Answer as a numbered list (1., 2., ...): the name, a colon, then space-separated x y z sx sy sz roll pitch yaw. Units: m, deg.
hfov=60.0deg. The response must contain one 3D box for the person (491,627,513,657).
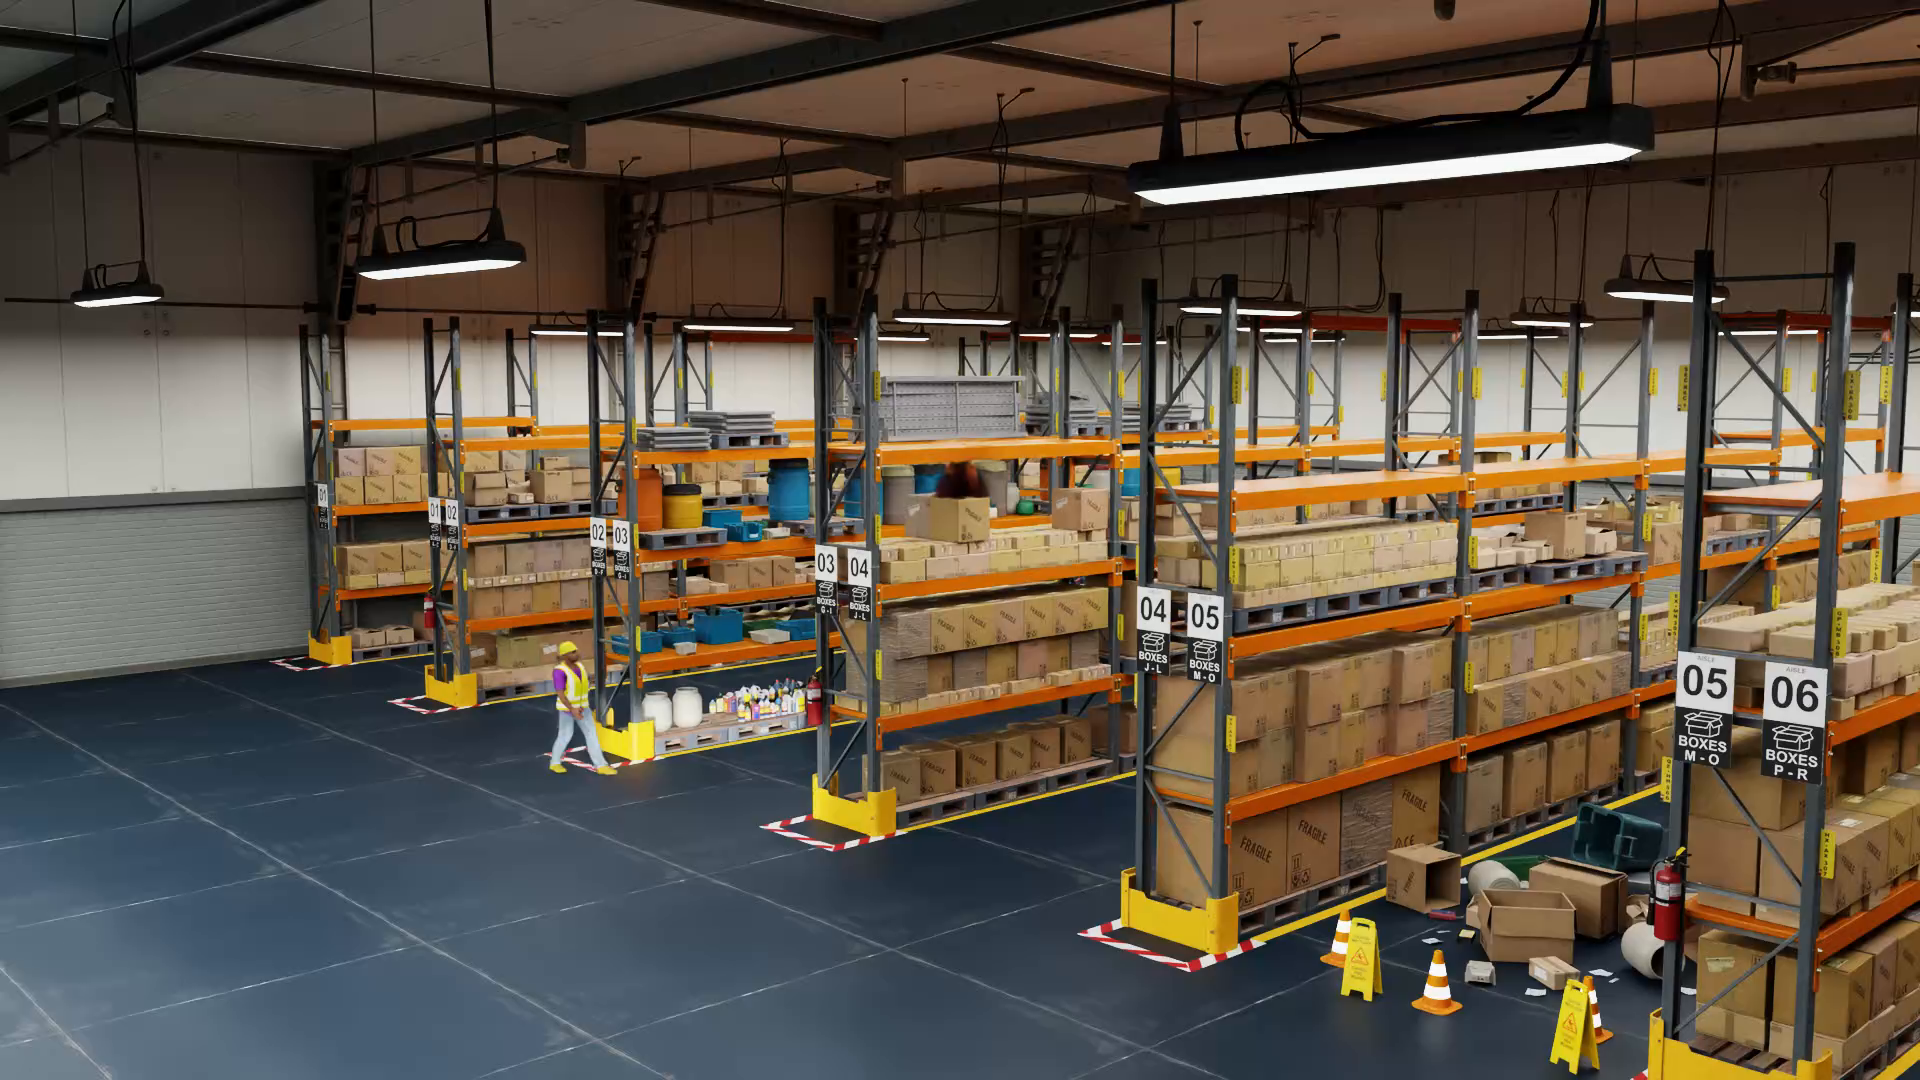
1. person: -8.095 1.324 29.426 0.647 1.805 0.415 0 6 3

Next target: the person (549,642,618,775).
1. person: -4.870 2.146 21.223 1.008 1.701 0.611 4 7 36
